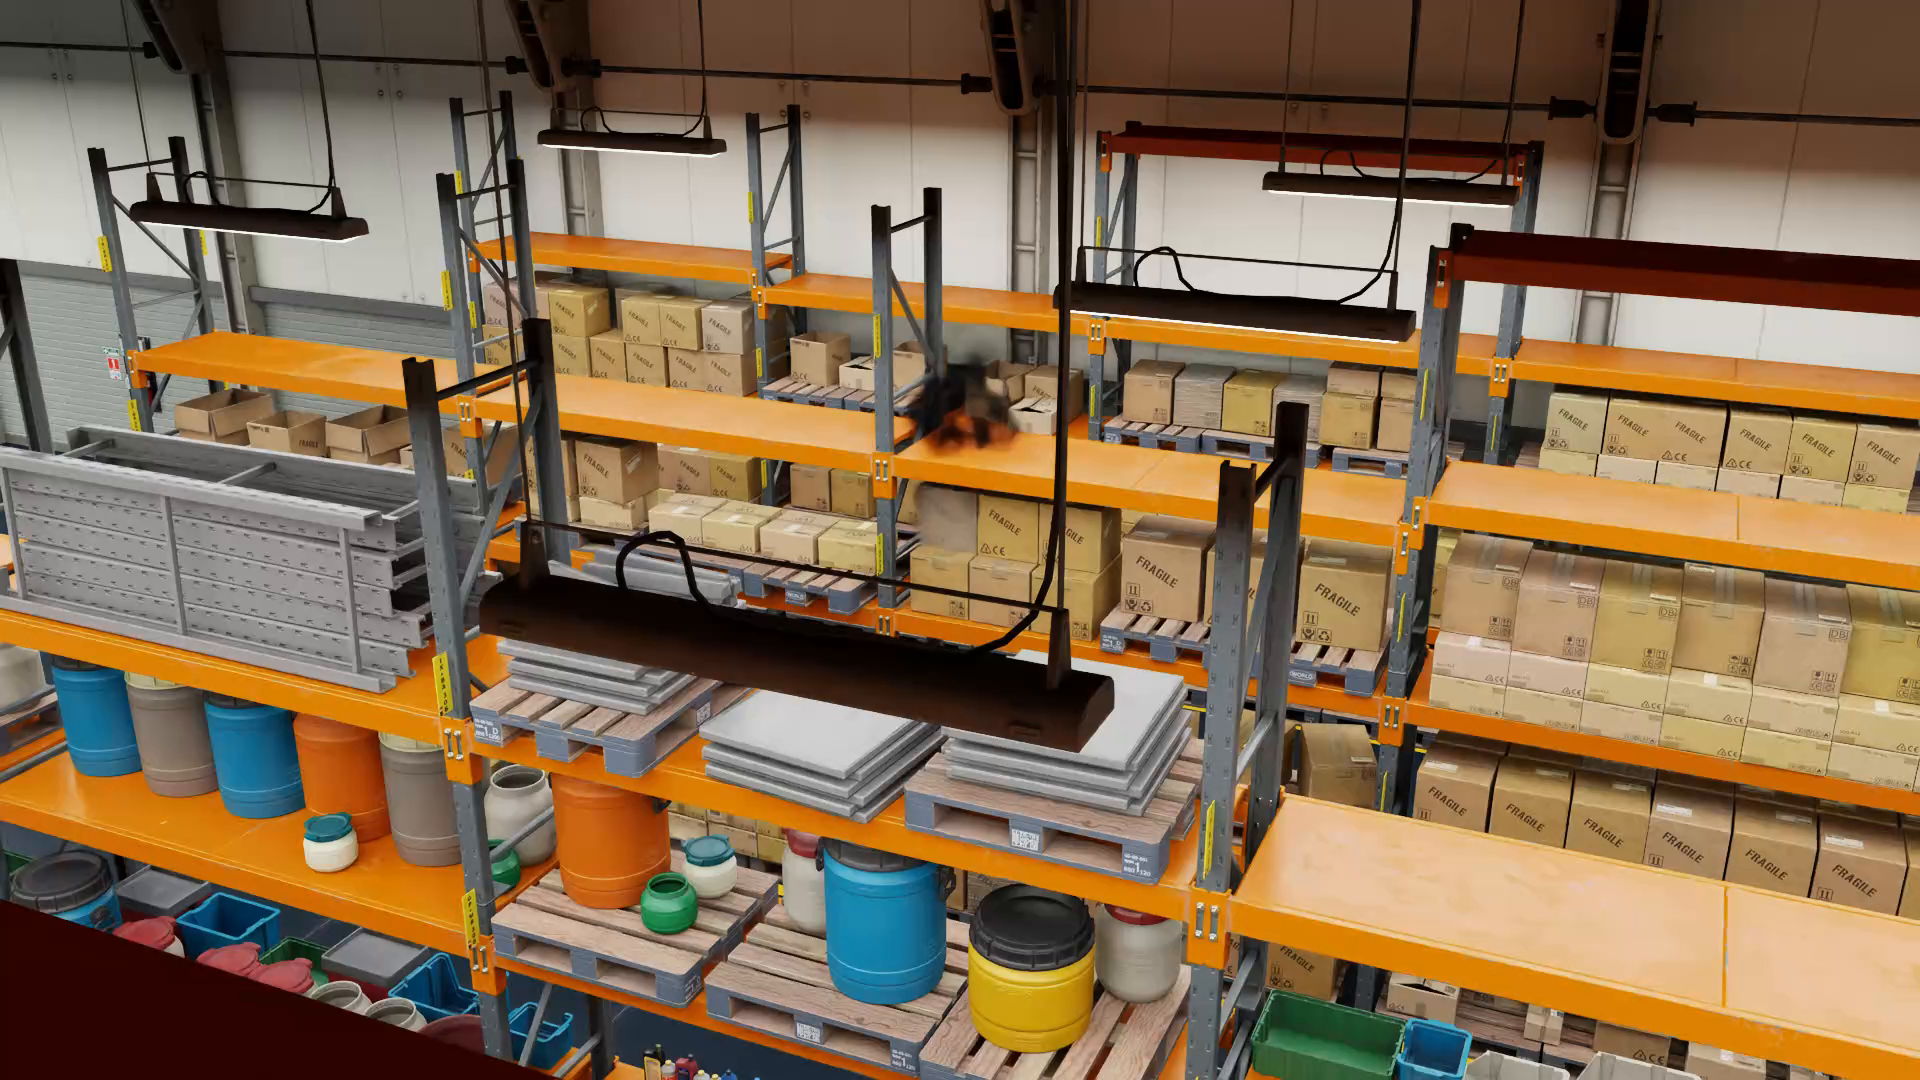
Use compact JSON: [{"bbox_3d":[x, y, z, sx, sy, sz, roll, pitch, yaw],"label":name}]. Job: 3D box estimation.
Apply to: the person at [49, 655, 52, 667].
[{"bbox_3d":[-9.491,0.944,17.727,0.742,1.762,0.701,-14,25,-33],"label":"person"}]
